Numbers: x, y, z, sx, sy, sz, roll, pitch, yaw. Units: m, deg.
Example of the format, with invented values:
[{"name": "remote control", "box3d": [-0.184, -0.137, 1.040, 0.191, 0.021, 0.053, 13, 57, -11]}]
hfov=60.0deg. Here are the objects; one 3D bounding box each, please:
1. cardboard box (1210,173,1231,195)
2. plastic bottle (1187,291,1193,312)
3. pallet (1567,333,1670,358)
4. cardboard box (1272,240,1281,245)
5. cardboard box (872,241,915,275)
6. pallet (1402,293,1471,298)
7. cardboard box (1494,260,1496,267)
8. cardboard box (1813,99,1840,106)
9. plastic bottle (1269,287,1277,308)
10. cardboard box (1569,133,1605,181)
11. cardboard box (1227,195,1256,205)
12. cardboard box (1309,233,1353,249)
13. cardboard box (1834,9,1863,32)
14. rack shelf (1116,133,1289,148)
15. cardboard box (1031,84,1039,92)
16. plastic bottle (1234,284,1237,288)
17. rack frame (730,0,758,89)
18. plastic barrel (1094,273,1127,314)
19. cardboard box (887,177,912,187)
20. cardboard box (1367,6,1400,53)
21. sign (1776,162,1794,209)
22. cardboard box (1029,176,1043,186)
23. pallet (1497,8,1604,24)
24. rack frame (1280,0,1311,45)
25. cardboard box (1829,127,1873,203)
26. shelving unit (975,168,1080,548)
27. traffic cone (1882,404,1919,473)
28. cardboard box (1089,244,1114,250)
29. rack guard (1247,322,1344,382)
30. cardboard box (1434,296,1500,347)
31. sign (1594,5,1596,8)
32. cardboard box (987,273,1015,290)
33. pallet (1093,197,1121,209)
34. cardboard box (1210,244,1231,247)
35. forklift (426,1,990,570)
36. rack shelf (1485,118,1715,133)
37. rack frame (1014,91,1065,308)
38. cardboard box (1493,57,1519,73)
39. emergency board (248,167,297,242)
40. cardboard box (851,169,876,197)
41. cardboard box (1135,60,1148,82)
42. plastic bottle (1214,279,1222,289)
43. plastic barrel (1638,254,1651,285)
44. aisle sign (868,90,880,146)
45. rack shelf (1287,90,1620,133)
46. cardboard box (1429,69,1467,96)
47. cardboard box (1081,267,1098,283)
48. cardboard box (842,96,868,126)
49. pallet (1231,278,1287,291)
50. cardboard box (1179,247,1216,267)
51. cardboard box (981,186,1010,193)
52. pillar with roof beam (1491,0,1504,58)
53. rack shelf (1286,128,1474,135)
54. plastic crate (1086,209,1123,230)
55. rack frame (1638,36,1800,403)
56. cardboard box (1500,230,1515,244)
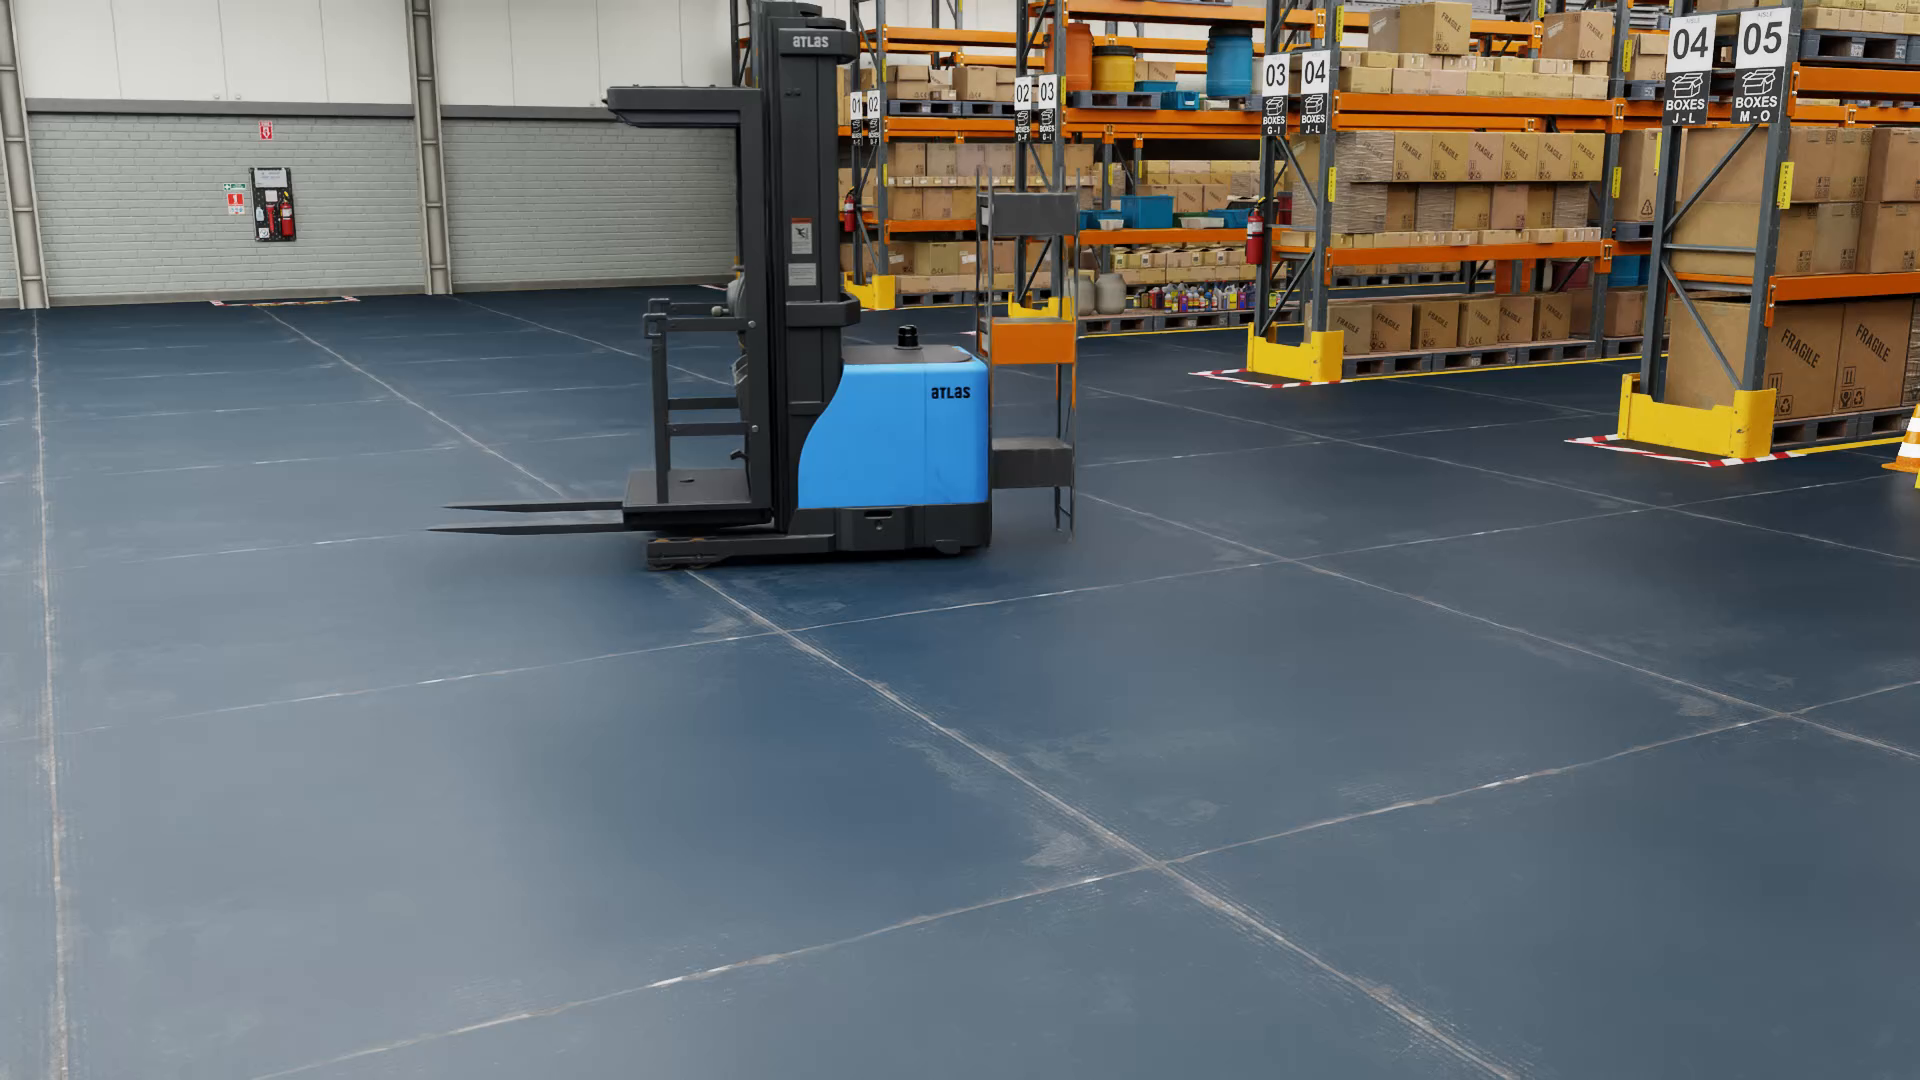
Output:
[{"name": "cardboard box", "box3d": [5.176, -7.229, 33.948, 0.500, 0.500, 0.500, -6, 14, -26]}, {"name": "plastic bottle", "box3d": [3.040, -3.161, 22.037, 0.097, 0.271, 0.097, 0, 13, 0]}, {"name": "pallet", "box3d": [7.565, -2.299, 19.344, 1.213, 0.211, 1.003, -7, 14, -28]}, {"name": "cardboard box", "box3d": [6.276, -6.345, 34.912, 0.750, 0.750, 0.750, -7, 14, -27]}, {"name": "cardboard box", "box3d": [-1.044, -4.409, 25.967, 0.500, 0.500, 0.500, -7, 14, -28]}, {"name": "pallet", "box3d": [7.321, -3.518, 24.761, 1.213, 0.211, 1.003, -7, 14, -28]}, {"name": "cardboard box", "box3d": [10.387, -5.256, 31.584, 0.250, 0.166, 0.380, -7, 14, -28]}, {"name": "cardboard box", "box3d": [10.093, -5.291, 19.798, 0.500, 0.250, 0.500, -7, 14, -28]}, {"name": "plastic bottle", "box3d": [4.245, -3.307, 22.657, 0.133, 0.283, 0.061, -6, 14, -25]}, {"name": "cardboard box", "box3d": [6.619, -4.159, 18.074, 0.500, 0.500, 0.500, -7, 14, -28]}, {"name": "cardboard box", "box3d": [4.772, -5.807, 28.785, 0.500, 0.311, 0.500, -7, 14, -29]}, {"name": "cardboard box", "box3d": [3.736, -3.018, 16.760, 0.250, 0.149, 0.380, -7, 14, -28]}, {"name": "cardboard box", "box3d": [6.337, -3.786, 12.155, 0.250, 0.149, 0.380, -7, 14, -27]}, {"name": "rack shelf", "box3d": [5.028, -8.185, 33.952, 4.000, 0.370, 1.077, -7, 14, -28]}, {"name": "cardboard box", "box3d": [1.097, -7.121, 26.515, 0.500, 0.311, 0.500, -8, 15, -31]}, {"name": "plastic bottle", "box3d": [3.800, -3.412, 23.125, 0.133, 0.283, 0.061, -7, 14, -28]}, {"name": "rack frame", "box3d": [-3.749, -8.947, 28.869, 0.127, 3.000, 1.000, -7, 14, -28]}, {"name": "plastic barrel", "box3d": [1.979, -3.239, 21.879, 0.421, 0.512, 0.421, 0, 13, 0]}, {"name": "cardboard box", "box3d": [-0.924, -5.431, 25.205, 0.250, 0.149, 0.380, -7, 14, -28]}, {"name": "cardboard box", "box3d": [4.610, -5.270, 17.317, 0.500, 0.500, 0.500, -7, 14, -28]}, {"name": "sign", "box3d": [5.920, -2.543, 11.927, 0.005, 0.325, 0.100, -7, 14, -28]}, {"name": "cardboard box", "box3d": [1.109, -5.675, 26.291, 0.250, 0.149, 0.380, -7, 14, -28]}, {"name": "pallet", "box3d": [8.668, -7.662, 24.501, 1.003, 0.211, 1.213, -7, 14, -28]}, {"name": "rack frame", "box3d": [5.650, -8.834, 28.369, 0.127, 3.000, 1.000, -7, 14, -28]}, {"name": "cardboard box", "box3d": [6.442, -2.897, 12.850, 0.550, 0.550, 0.875, -7, 14, -28]}, {"name": "shelving unit", "box3d": [0.372, -1.035, 9.424, 0.503, 2.100, 0.431, -2, 13, -10]}, {"name": "traffic cone", "box3d": [6.806, -0.735, 11.819, 0.334, 0.463, 0.336, -7, 14, -28]}, {"name": "cardboard box", "box3d": [2.666, -5.771, 33.113, 0.500, 0.500, 0.700, -7, 14, -27]}, {"name": "rack guard", "box3d": [3.438, -1.945, 17.113, 0.348, 0.500, 1.175, -7, 14, -28]}, {"name": "cardboard box", "box3d": [5.506, -2.386, 18.117, 0.500, 0.500, 0.500, -8, 15, -33]}, {"name": "sign", "box3d": [12.412, -10.275, 32.462, 0.005, 0.325, 0.100, -7, 14, -28]}, {"name": "cardboard box", "box3d": [0.523, -4.100, 26.304, 0.500, 0.250, 0.500, -7, 14, -28]}, {"name": "pallet", "box3d": [2.699, -6.673, 32.864, 1.003, 0.211, 1.213, -7, 14, -28]}, {"name": "cardboard box", "box3d": [4.592, -4.989, 28.976, 0.500, 0.311, 0.500, -7, 15, -29]}, {"name": "forklift", "box3d": [-1.396, -1.393, 9.123, 3.031, 2.935, 1.130, -2, 13, -9]}, {"name": "rack shelf", "box3d": [9.775, -6.275, 25.469, 4.000, 0.370, 1.077, -7, 14, -28]}, {"name": "rack frame", "box3d": [0.998, -4.111, 21.045, 0.127, 3.000, 1.000, -7, 14, -28]}, {"name": "cardboard box", "box3d": [5.581, -4.933, 17.297, 0.250, 0.149, 0.380, -6, 14, -25]}, {"name": "emergency board", "box3d": [-11.003, -5.377, 26.669, 0.643, 1.169, 0.194, -7, 14, -28]}, {"name": "cardboard box", "box3d": [-1.843, -6.475, 30.136, 0.500, 0.500, 0.500, -6, 14, -26]}, {"name": "cardboard box", "box3d": [2.699, -7.505, 26.971, 0.500, 0.500, 0.500, -7, 14, -27]}, {"name": "plastic bottle", "box3d": [3.602, -3.449, 23.135, 0.185, 0.351, 0.144, -6, 14, -26]}, {"name": "plastic barrel", "box3d": [11.045, -4.501, 26.599, 0.708, 0.901, 0.600, -7, 14, -28]}, {"name": "aisle sign", "box3d": [-1.283, -6.268, 24.709, 0.004, 0.787, 0.394, -7, 14, -28]}, {"name": "rack shelf", "box3d": [5.127, -4.479, 17.488, 4.000, 0.370, 1.077, -7, 14, -28]}, {"name": "cardboard box", "box3d": [4.804, -4.654, 16.969, 0.500, 0.250, 0.500, -7, 14, -28]}, {"name": "cardboard box", "box3d": [2.364, -4.450, 27.856, 0.500, 0.250, 0.500, -7, 14, -28]}, {"name": "cardboard box", "box3d": [-1.933, -7.695, 29.863, 0.500, 0.500, 0.500, -6, 14, -24]}, {"name": "pallet", "box3d": [4.909, -4.468, 28.982, 1.213, 0.211, 1.003, -7, 14, -28]}, {"name": "cardboard box", "box3d": [3.970, -4.781, 28.052, 0.500, 0.311, 0.500, -6, 14, -26]}, {"name": "cardboard box", "box3d": [0.401, -5.325, 26.210, 0.500, 0.500, 0.700, -6, 14, -26]}, {"name": "pillar with roof beam", "box3d": [14.313, -10.251, 34.665, 0.400, 9.000, 9.100, -7, 14, -28]}, {"name": "rack shelf", "box3d": [7.405, -7.230, 29.712, 4.000, 0.370, 1.077, -7, 14, -28]}, {"name": "plastic crate", "box3d": [1.867, -4.216, 21.850, 0.408, 0.251, 0.499, -7, 14, -28]}, {"name": "rack frame", "box3d": [5.659, -2.190, 12.509, 0.127, 3.000, 1.000, -7, 14, -28]}, {"name": "cardboard box", "box3d": [5.713, -3.254, 17.807, 0.250, 0.149, 0.380, -7, 14, -28]}]
